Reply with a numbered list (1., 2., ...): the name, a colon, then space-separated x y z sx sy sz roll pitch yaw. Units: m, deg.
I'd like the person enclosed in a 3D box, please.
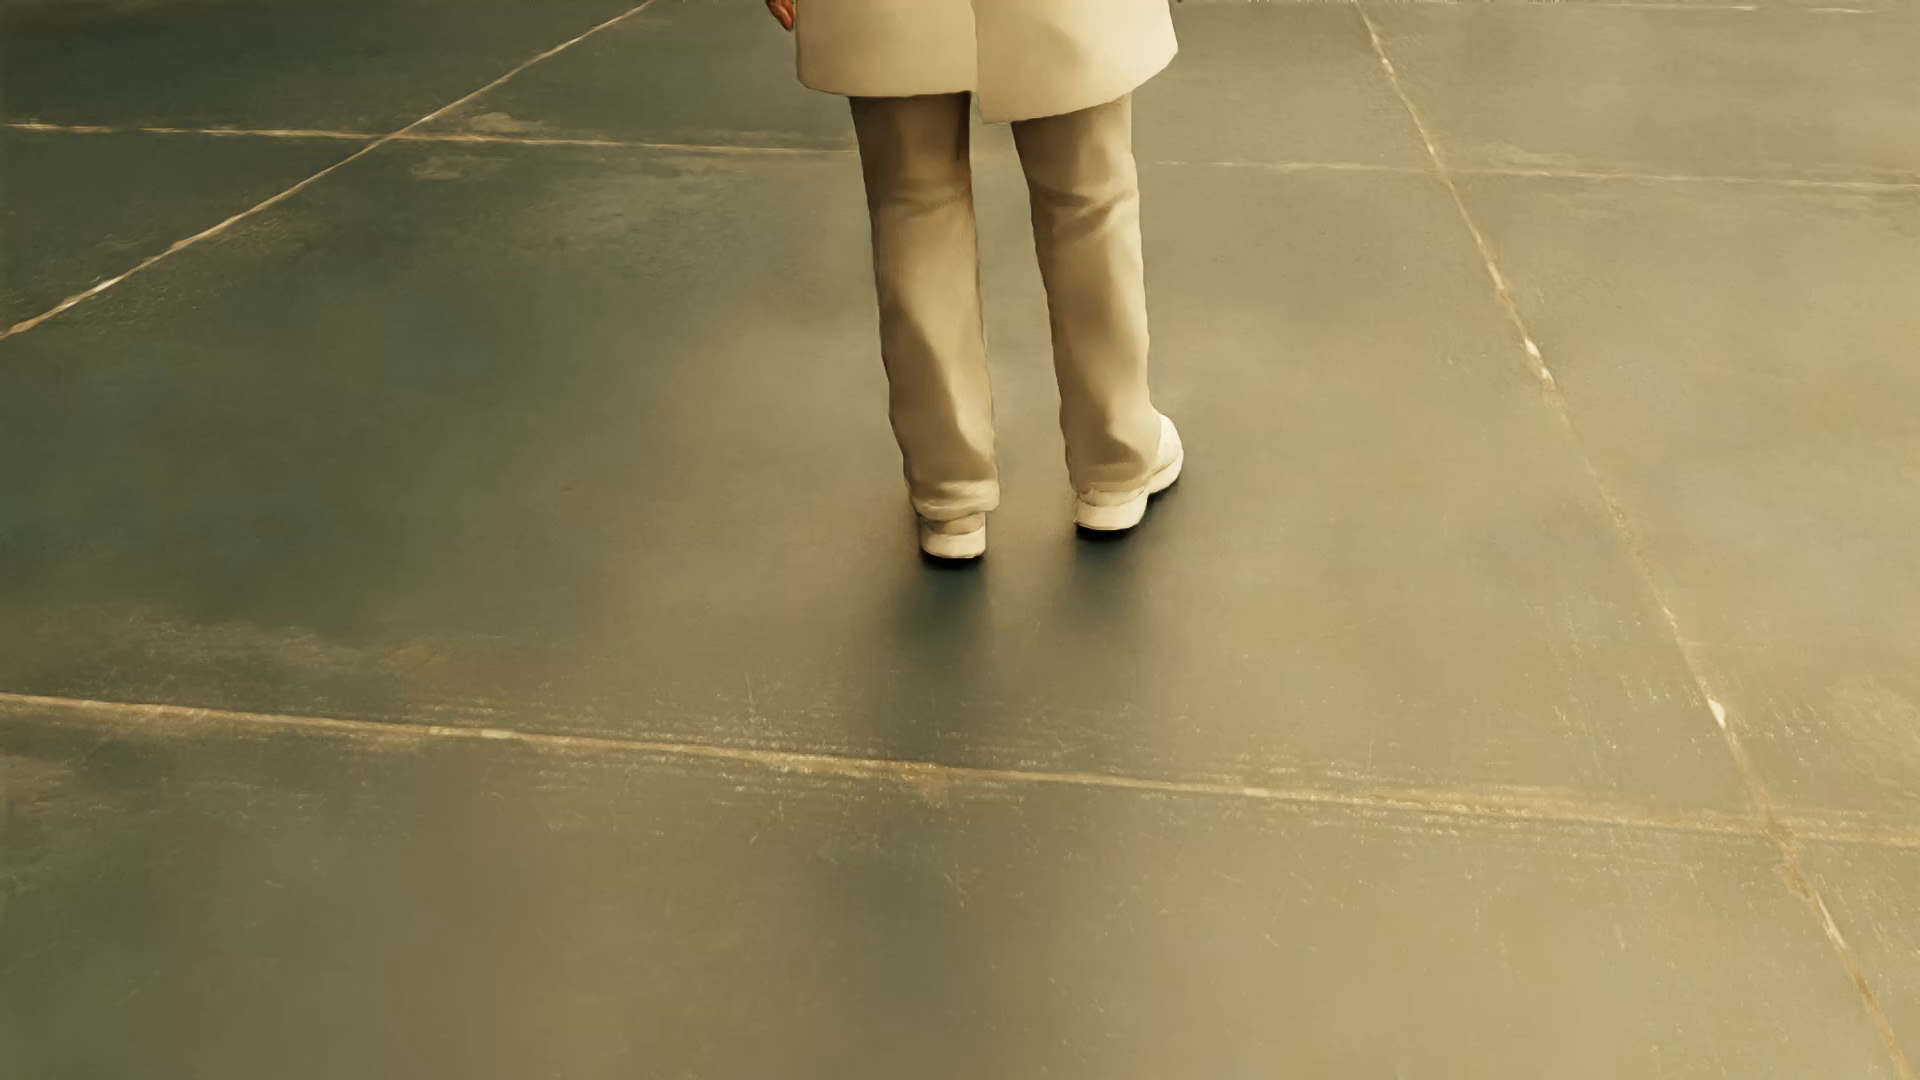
1. person: 0.017 -0.842 2.180 0.694 1.776 0.579 3 27 7
